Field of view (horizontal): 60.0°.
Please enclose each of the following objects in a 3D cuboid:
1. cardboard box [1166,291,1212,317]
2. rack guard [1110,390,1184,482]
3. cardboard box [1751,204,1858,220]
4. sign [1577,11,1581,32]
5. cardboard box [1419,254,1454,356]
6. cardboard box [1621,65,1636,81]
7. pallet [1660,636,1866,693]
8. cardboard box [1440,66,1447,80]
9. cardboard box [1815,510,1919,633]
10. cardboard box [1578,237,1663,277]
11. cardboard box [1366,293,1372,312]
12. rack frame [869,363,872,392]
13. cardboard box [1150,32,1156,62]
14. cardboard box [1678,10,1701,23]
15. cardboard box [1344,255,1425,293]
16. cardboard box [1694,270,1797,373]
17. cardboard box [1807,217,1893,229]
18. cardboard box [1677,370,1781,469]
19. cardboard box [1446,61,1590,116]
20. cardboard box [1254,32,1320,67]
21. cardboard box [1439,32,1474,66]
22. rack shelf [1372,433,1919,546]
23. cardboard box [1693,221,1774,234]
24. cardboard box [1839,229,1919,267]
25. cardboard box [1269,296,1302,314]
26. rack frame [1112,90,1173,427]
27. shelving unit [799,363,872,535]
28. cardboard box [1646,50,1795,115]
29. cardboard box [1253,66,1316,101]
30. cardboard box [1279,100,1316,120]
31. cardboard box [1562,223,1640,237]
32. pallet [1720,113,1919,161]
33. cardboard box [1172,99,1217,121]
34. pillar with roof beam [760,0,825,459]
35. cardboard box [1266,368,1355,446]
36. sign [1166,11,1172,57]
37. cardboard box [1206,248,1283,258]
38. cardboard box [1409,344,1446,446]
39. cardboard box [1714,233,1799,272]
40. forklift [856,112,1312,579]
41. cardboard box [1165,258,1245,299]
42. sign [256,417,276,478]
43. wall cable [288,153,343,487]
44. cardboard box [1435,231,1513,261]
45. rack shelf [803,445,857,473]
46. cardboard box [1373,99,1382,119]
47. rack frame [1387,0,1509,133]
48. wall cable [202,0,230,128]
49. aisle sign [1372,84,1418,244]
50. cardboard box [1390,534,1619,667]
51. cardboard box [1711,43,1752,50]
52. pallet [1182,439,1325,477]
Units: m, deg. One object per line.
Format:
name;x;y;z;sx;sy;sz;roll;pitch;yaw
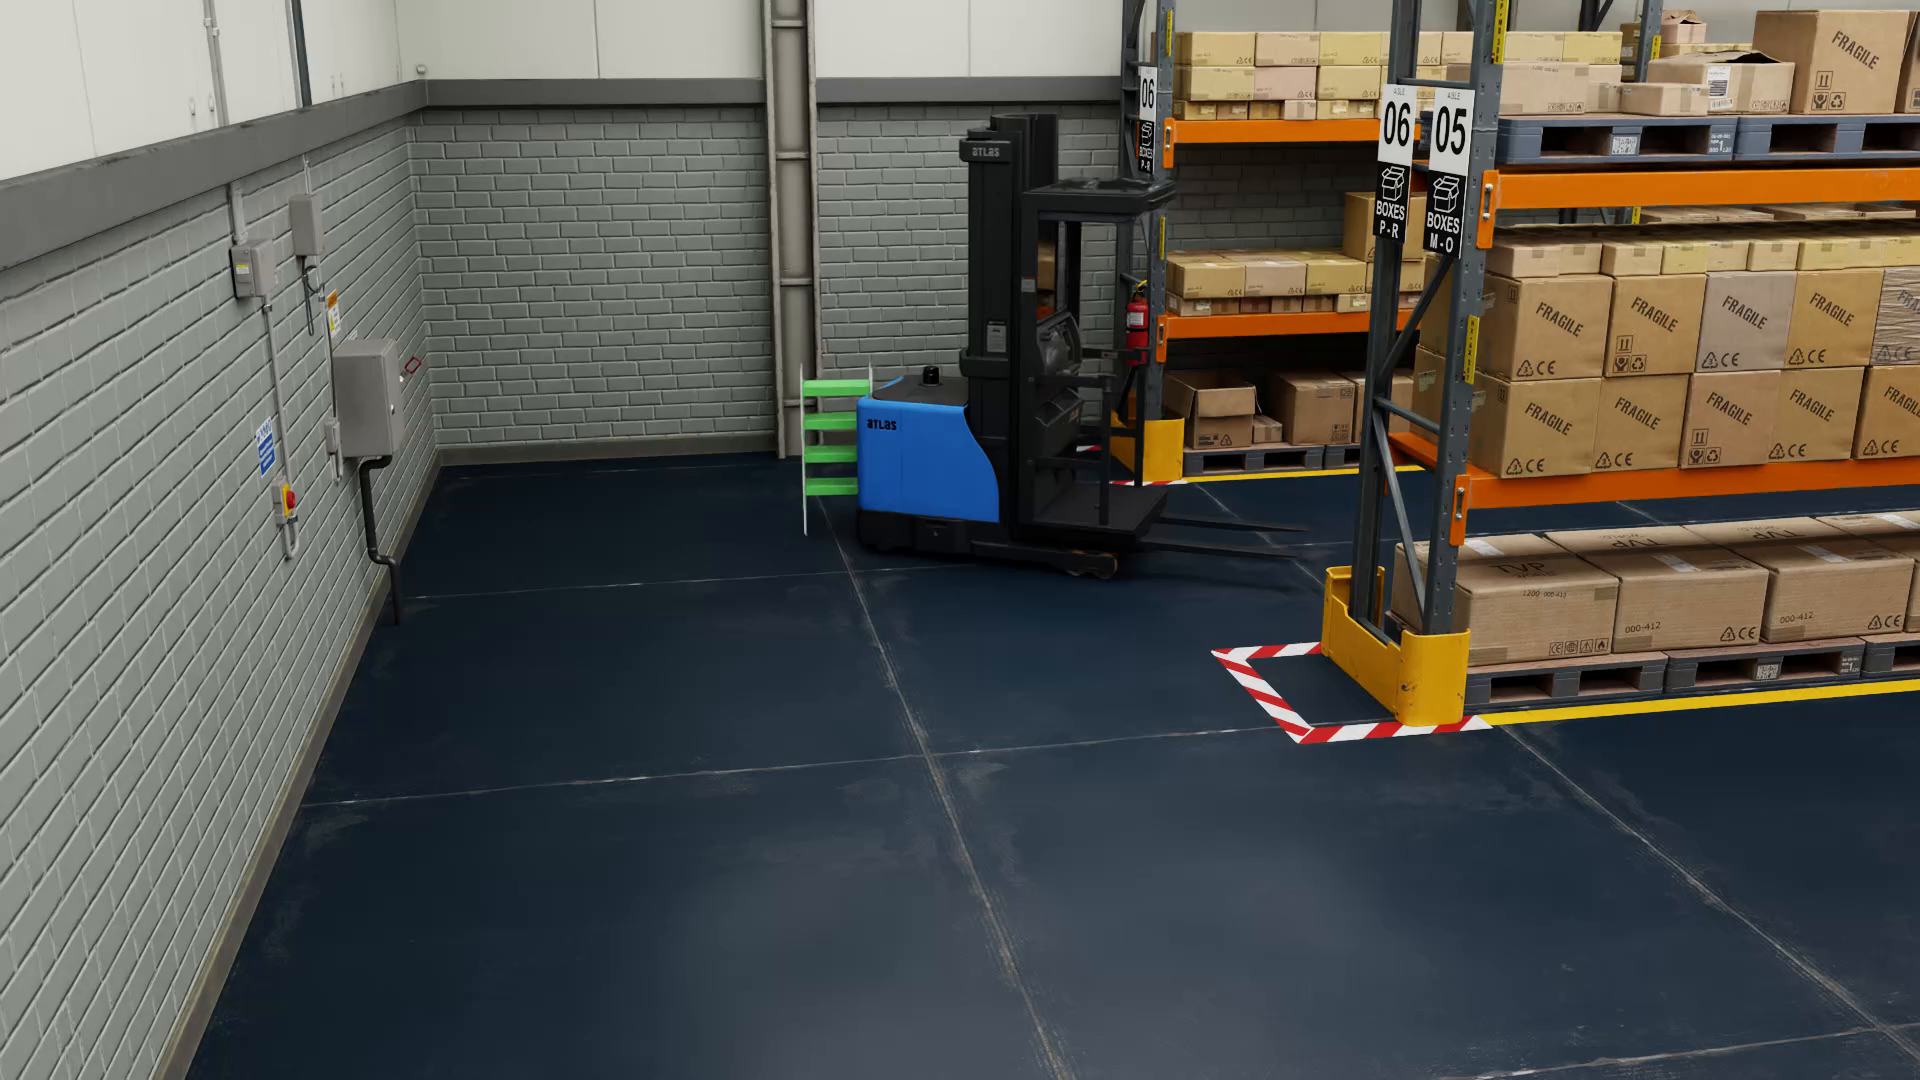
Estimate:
cardboard box;1.824;-1.887;13.276;0.250;0.149;0.380;-3;17;-11
rack guard;1.524;-0.878;13.818;0.348;0.500;1.175;-3;17;-10
cardboard box;7.173;-2.575;14.200;0.500;0.500;0.700;-3;17;-11
sign;5.268;-4.320;14.108;0.005;0.325;0.100;-3;17;-10
cardboard box;2.823;-1.259;8.928;0.500;0.500;0.500;-3;17;-9
cardboard box;5.661;-3.890;13.802;0.250;0.149;0.380;-3;17;-11
pallet;4.360;0.561;9.625;1.213;0.211;1.003;-3;17;-10
cardboard box;3.937;-3.639;13.191;0.500;0.250;0.500;-3;17;-9
cardboard box;5.685;0.168;9.806;0.875;0.438;0.875;-3;17;-11
cardboard box;3.317;-1.430;8.380;0.250;0.149;0.380;-3;17;-9
cardboard box;3.353;-1.965;13.530;0.250;0.149;0.380;-3;17;-9
rack frame;-0.631;-0.652;11.892;0.015;1.200;0.240;-1;17;-4
cardboard box;1.833;-3.917;13.244;0.500;0.250;0.500;-4;17;-12
cardboard box;5.917;-4.255;13.777;0.258;0.266;0.396;-3;17;-10
cardboard box;3.436;-2.178;13.544;0.500;0.250;0.500;-4;17;-12
cardboard box;3.930;-1.170;8.638;0.500;0.500;0.500;-3;17;-11
cardboard box;4.949;-1.706;9.278;0.250;0.149;0.380;-4;17;-12
cardboard box;3.915;-0.689;8.775;0.500;0.500;0.500;-3;17;-11
cardboard box;2.819;-2.299;8.450;0.500;0.250;0.500;-5;18;-16
cardboard box;2.436;-3.787;12.821;0.500;0.250;0.500;-3;17;-11
cardboard box;3.931;-3.880;13.125;0.500;0.250;0.500;-3;17;-9
rack shelf;4.358;-0.405;9.247;4.000;0.370;1.077;-3;17;-10
cardboard box;4.213;-1.647;9.088;0.250;0.149;0.380;-3;17;-9
cardboard box;4.813;-1.534;8.720;0.250;0.149;0.380;-4;17;-12
cardboard box;2.576;-1.936;13.434;0.250;0.149;0.380;-3;17;-9
rack frame;1.449;-2.068;13.437;0.127;3.000;1.000;-3;17;-10
shelving unit;-0.874;-0.647;11.876;0.503;1.200;0.258;-1;17;-4
cardboard box;3.874;-2.346;8.500;0.500;0.311;0.500;-3;17;-9
cardboard box;2.432;-3.553;12.910;0.500;0.250;0.500;-3;17;-9
cardboard box;2.578;-3.349;12.924;0.250;0.149;0.380;-3;17;-9
cardboard box;3.446;-1.613;8.976;0.250;0.149;0.380;-3;17;-9
pallet;4.321;-2.142;8.720;1.213;0.211;1.003;-3;17;-10
cardboard box;1.806;-3.333;12.873;0.250;0.149;0.380;-3;17;-9
pillar with roof beam;-0.552;-3.805;8.872;0.400;9.000;9.100;-3;17;-10
cardboard box;2.915;-1.117;13.883;0.500;0.500;0.700;-3;17;-8
sign;1.552;-3.764;12.359;0.005;0.325;0.100;-3;17;-10
cardboard box;2.357;-2.269;13.840;0.500;0.250;0.500;-3;17;-10
cardboard box;2.818;-0.789;9.100;0.500;0.500;0.500;-3;17;-10
cardboard box;4.072;-1.481;8.548;0.250;0.149;0.380;-3;17;-10
forklift;0.853;-1.320;11.118;3.031;2.935;1.130;6;18;18
cardboard box;1.946;-2.086;13.245;0.500;0.250;0.500;-3;17;-10
sign;-3.188;-0.429;7.638;0.001;0.218;0.327;-3;17;-10
wall cable;-3.418;-1.211;8.914;0.122;1.984;0.588;-3;17;-10
cardboard box;2.709;-1.551;8.775;0.250;0.149;0.380;-3;17;-10
rack shelf;-0.874;-0.586;11.894;0.480;0.148;0.258;-1;17;-4
cardboard box;3.330;-3.390;13.060;0.250;0.149;0.380;-3;17;-10
rack frame;2.395;-3.505;7.898;0.127;3.000;1.000;-3;17;-10
wall cable;-3.137;-3.107;6.602;0.029;3.000;0.463;-3;17;-10
aisle sign;2.265;-1.966;8.675;0.004;0.787;0.394;-3;17;-10
cardboard box;3.024;0.321;9.307;0.875;0.438;0.875;-4;17;-12
cardboard box;6.259;-3.923;13.403;0.250;0.149;0.380;-4;17;-11
pallet;2.307;-0.784;14.006;1.213;0.211;1.003;-3;17;-10
